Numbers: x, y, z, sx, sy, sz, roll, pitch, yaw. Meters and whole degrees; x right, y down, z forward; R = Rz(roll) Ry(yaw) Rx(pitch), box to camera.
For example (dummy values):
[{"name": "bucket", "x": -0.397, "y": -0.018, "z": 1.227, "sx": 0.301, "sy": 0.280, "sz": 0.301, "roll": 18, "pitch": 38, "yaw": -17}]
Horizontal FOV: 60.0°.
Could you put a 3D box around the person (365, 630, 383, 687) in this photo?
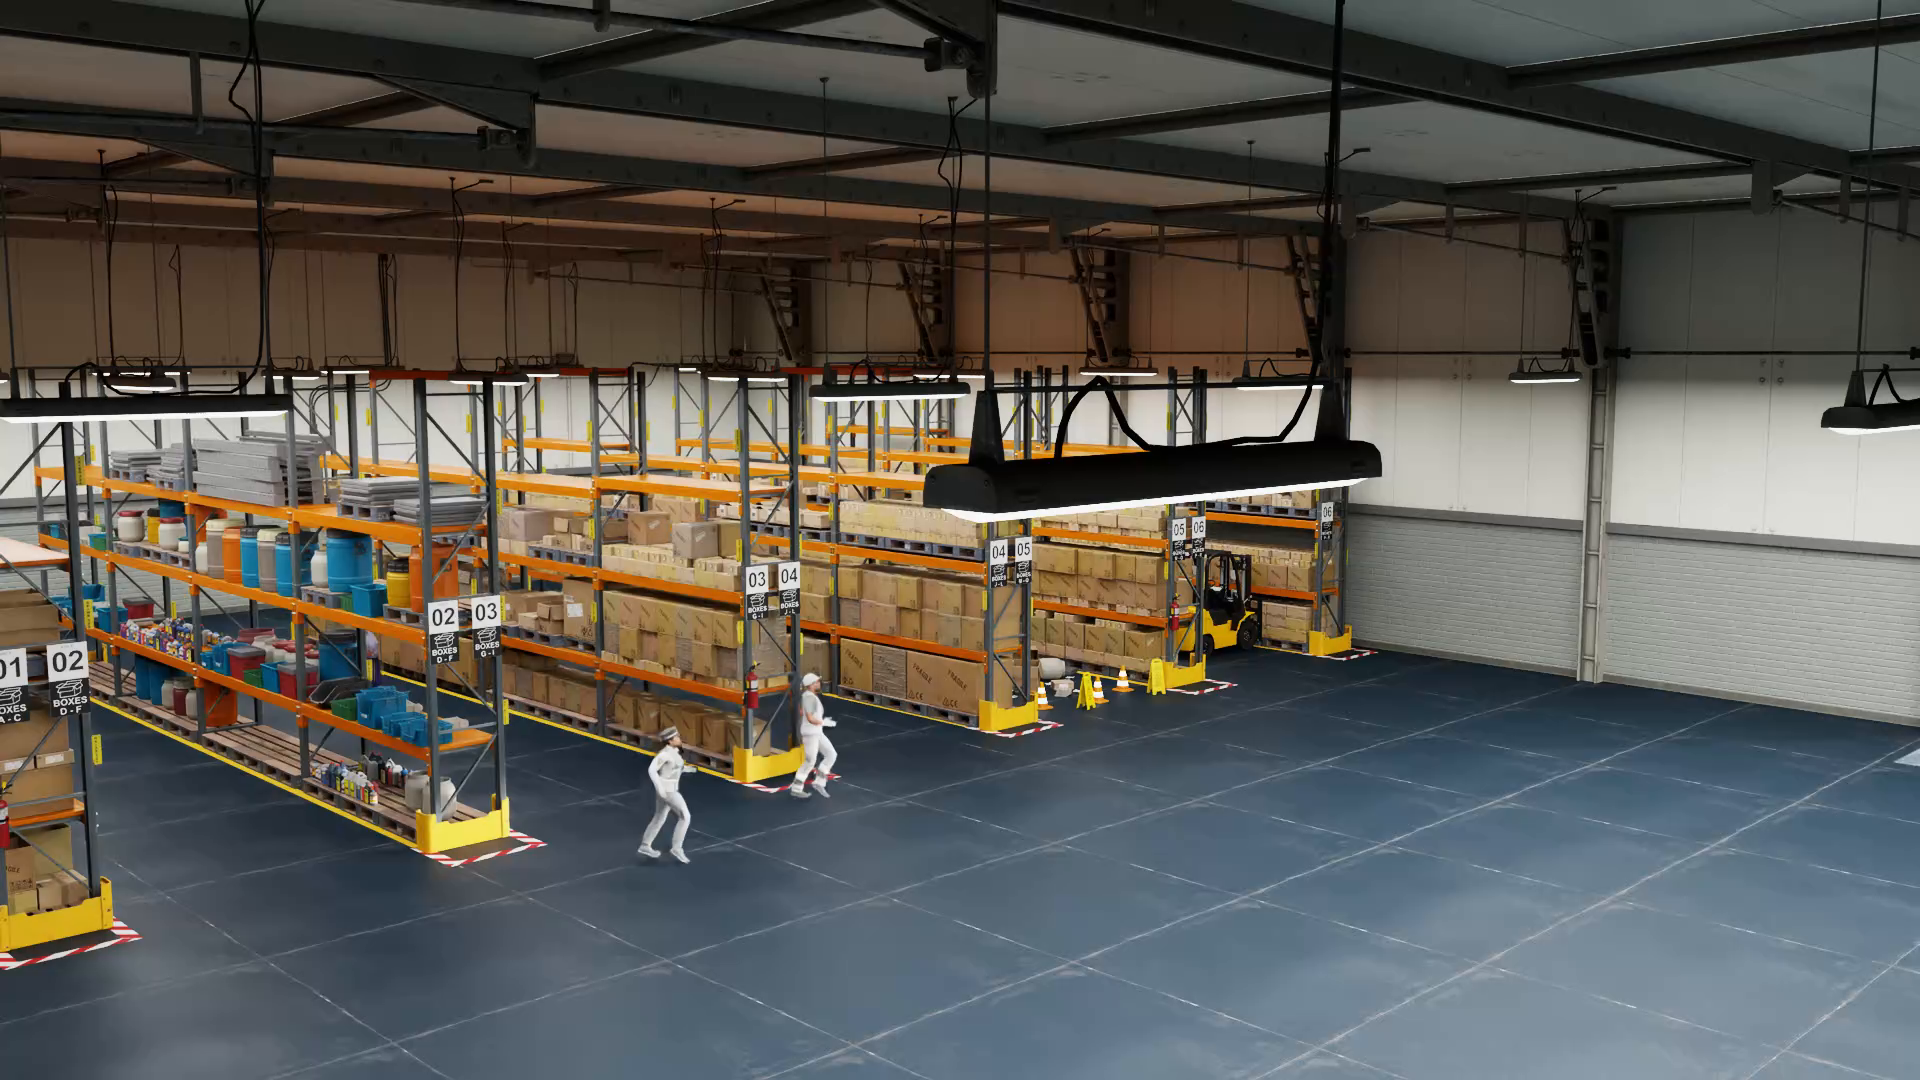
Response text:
[{"name": "person", "x": -10.441, "y": 2.202, "z": 29.265, "sx": 0.925, "sy": 1.646, "sz": 0.606, "roll": 4, "pitch": 8, "yaw": 33}]

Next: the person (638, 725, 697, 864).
[{"name": "person", "x": -3.653, "y": 3.161, "z": 20.726, "sx": 0.746, "sy": 1.744, "sz": 0.603, "roll": -1, "pitch": 7, "yaw": -11}]

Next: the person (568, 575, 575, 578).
[{"name": "person", "x": -8.126, "y": 1.556, "z": 35.168, "sx": 0.591, "sy": 1.620, "sz": 0.574, "roll": -6, "pitch": 9, "yaw": -42}]

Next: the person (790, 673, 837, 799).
[{"name": "person", "x": -2.072, "y": 2.778, "z": 23.659, "sx": 0.658, "sy": 1.773, "sz": 0.662, "roll": 0, "pitch": 6, "yaw": 3}]
